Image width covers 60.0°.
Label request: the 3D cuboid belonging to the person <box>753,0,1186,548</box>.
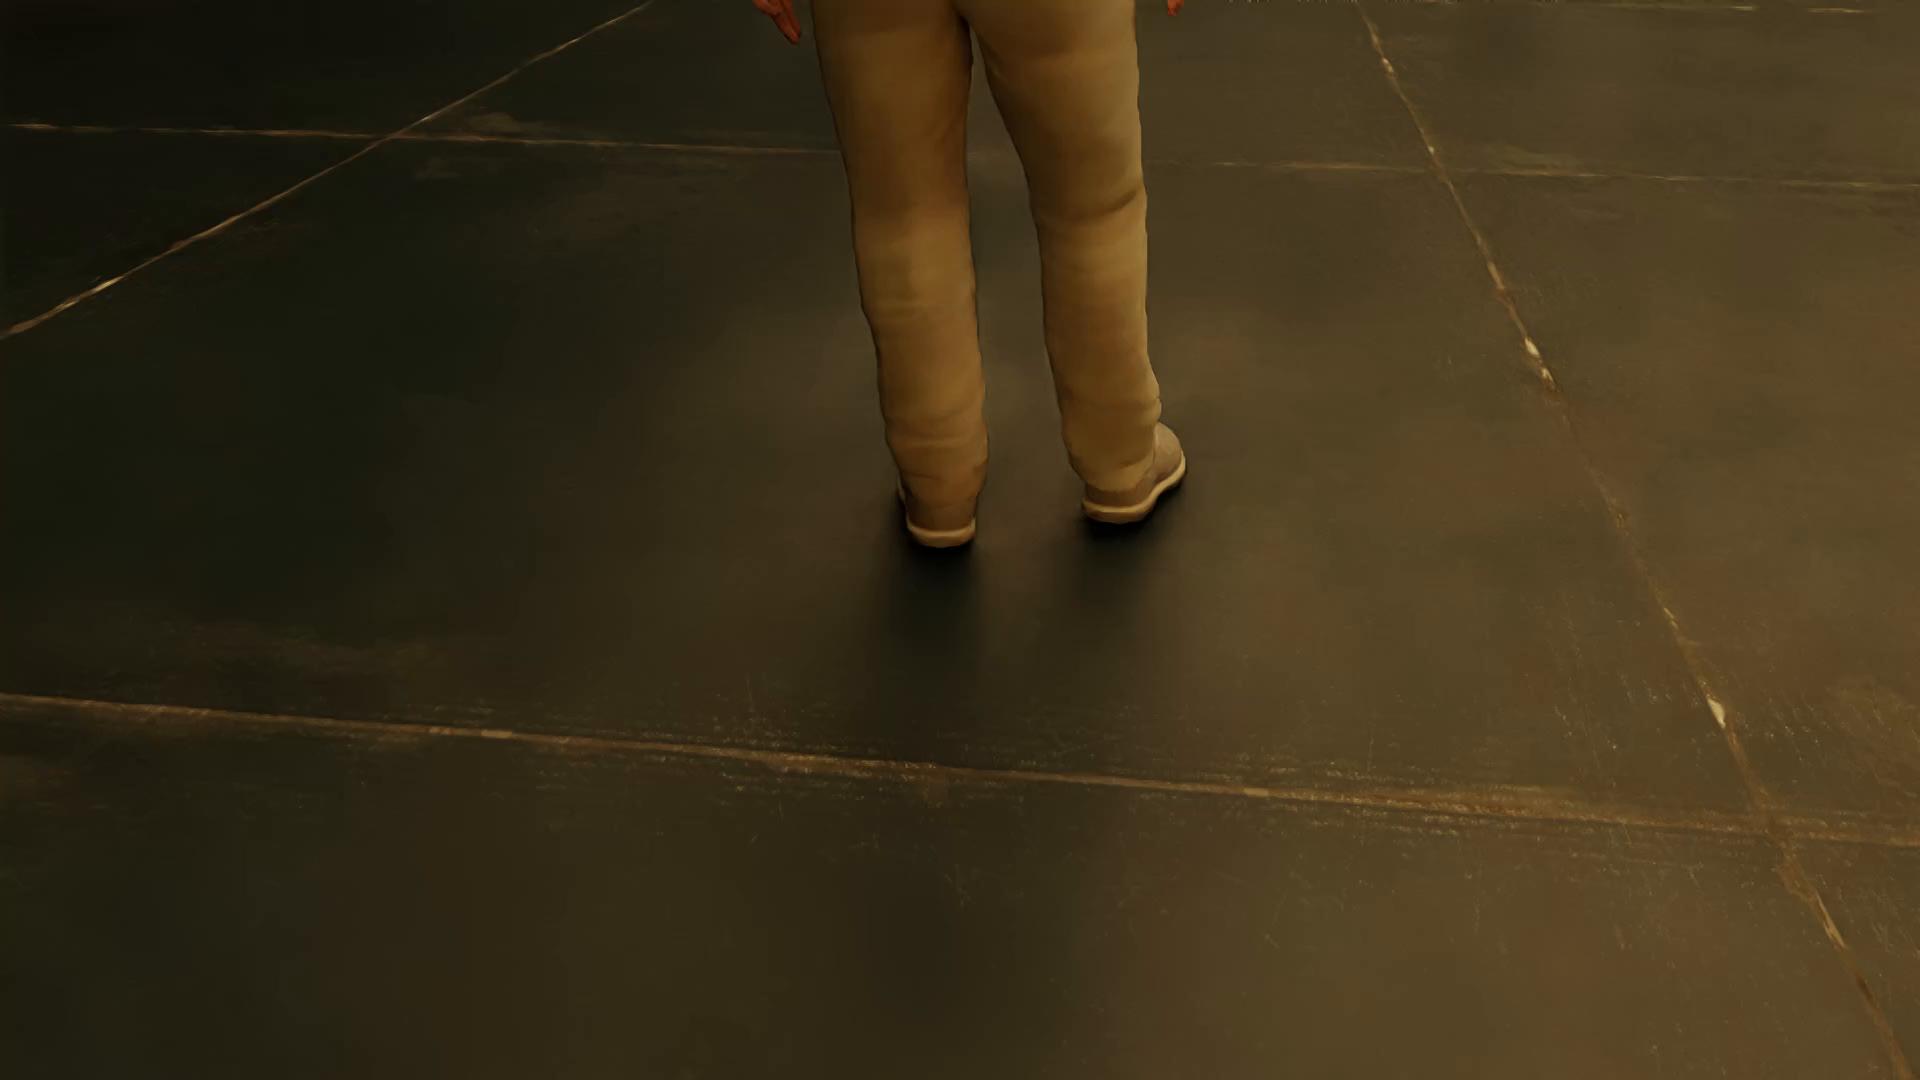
[{"bbox_3d":[0.022,-0.838,2.166,0.640,1.781,0.574,3,27,7],"label":"person"}]
